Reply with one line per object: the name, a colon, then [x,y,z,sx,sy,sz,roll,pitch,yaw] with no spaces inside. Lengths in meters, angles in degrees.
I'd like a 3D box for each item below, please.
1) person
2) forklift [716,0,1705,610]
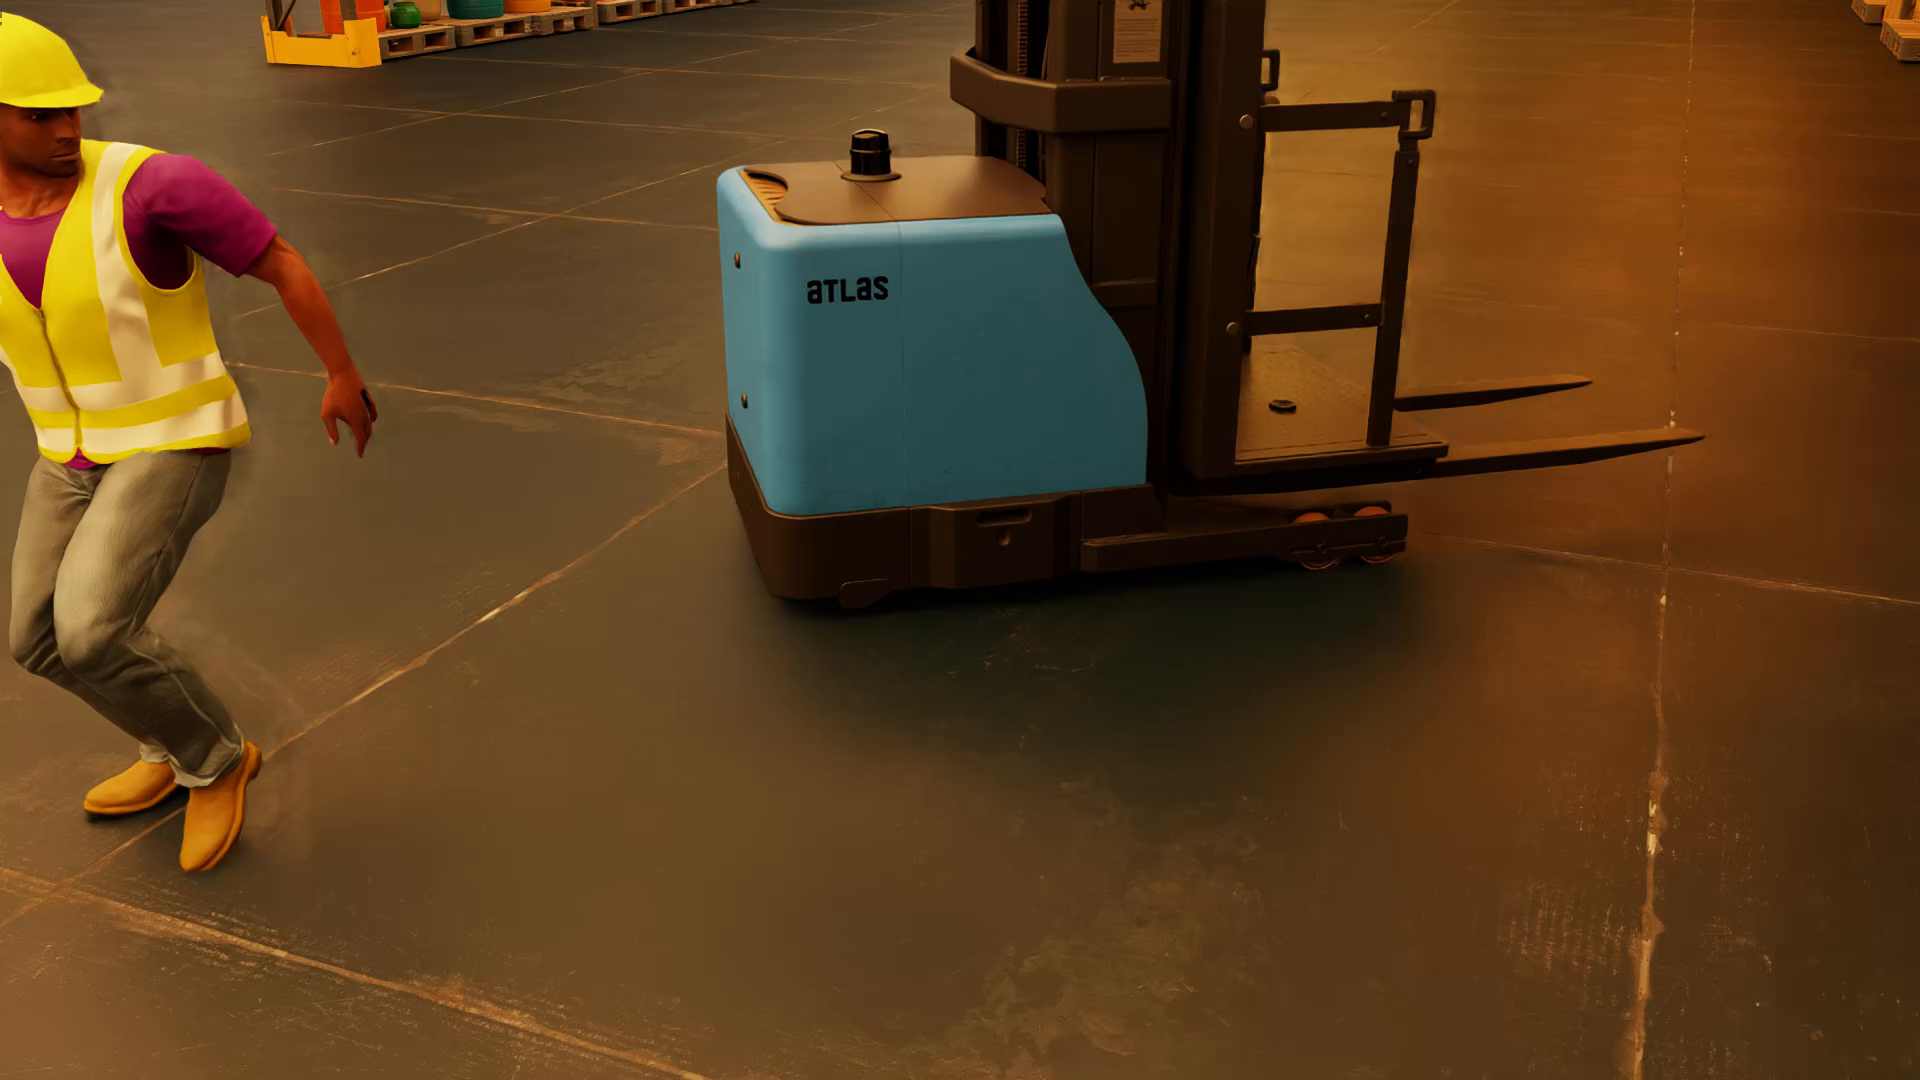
person: [-1.702,-0.173,3.353,0.753,1.712,0.753,9,24,20]
forklift: [0.831,-1.456,4.775,3.031,2.935,1.130,-6,23,-13]
